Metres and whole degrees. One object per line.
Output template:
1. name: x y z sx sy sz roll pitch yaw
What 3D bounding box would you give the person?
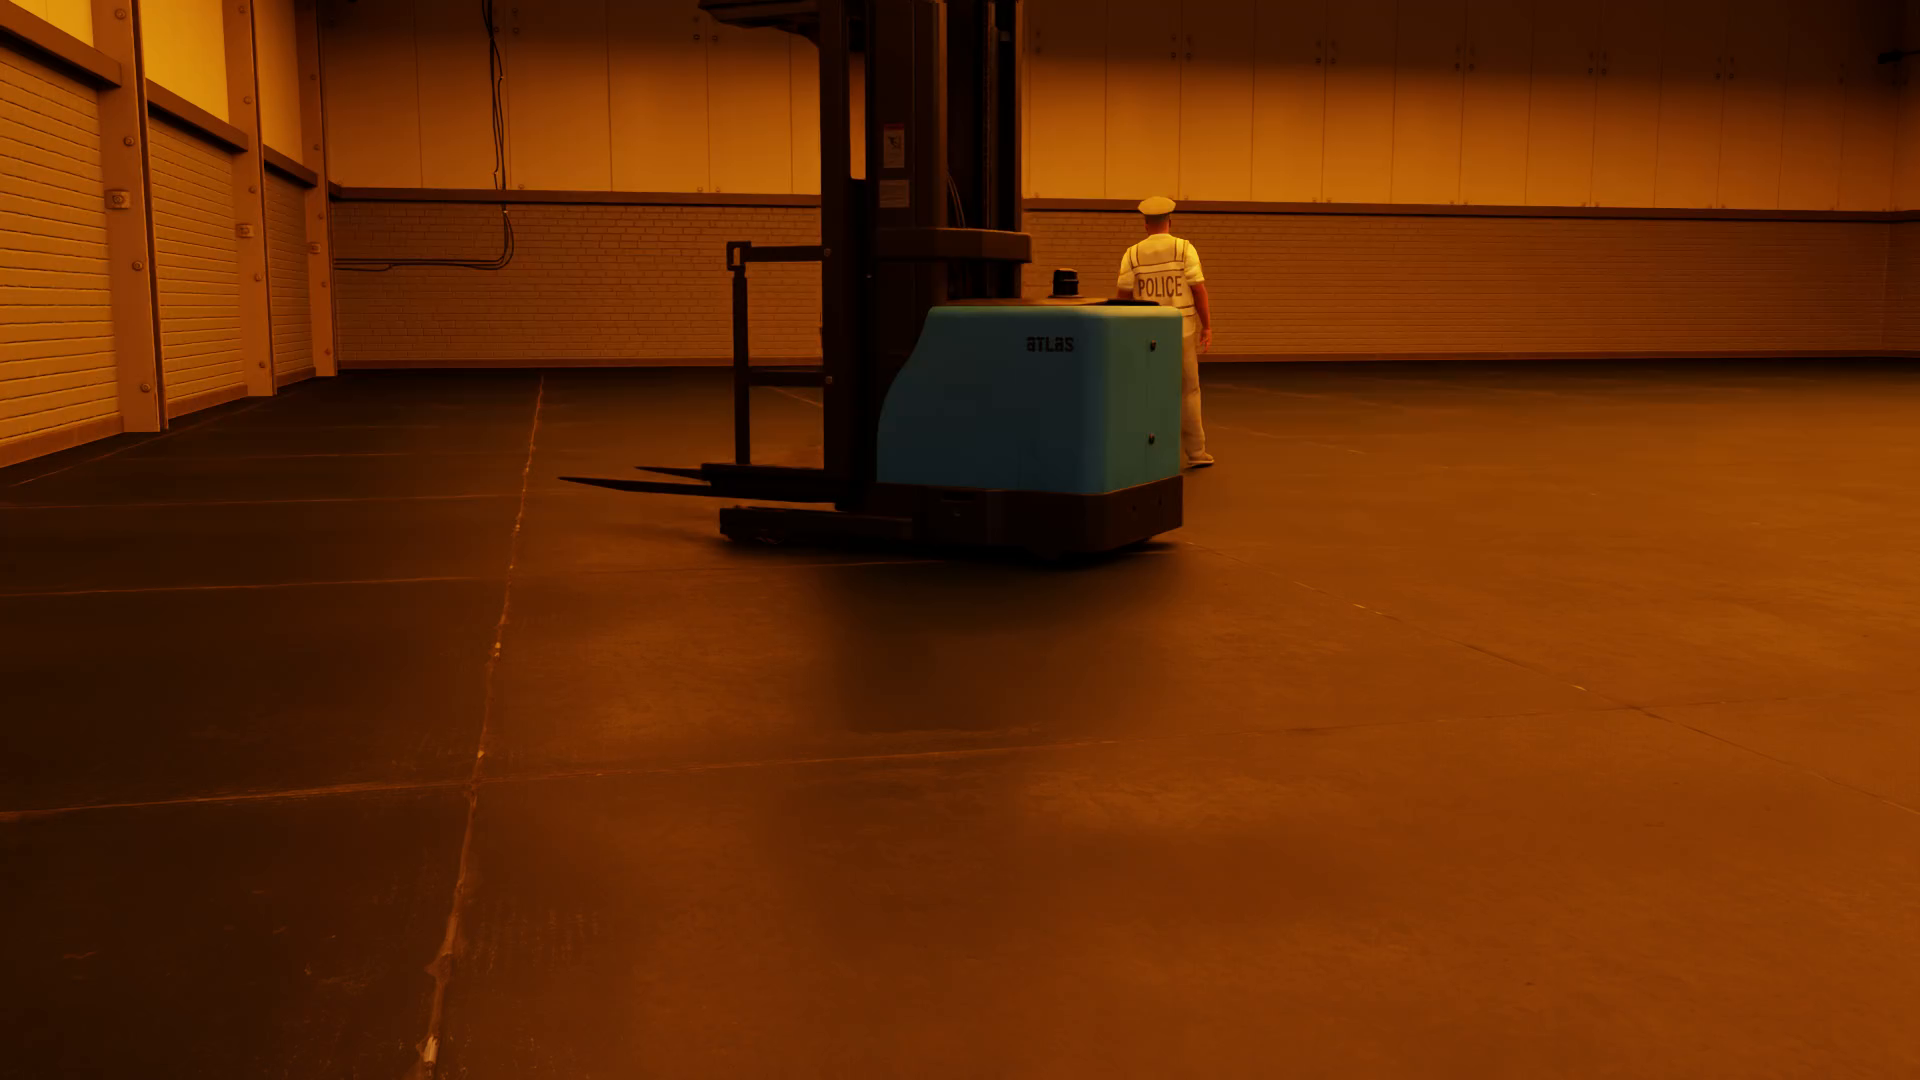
1. person: 1.373 -1.384 11.105 0.639 1.781 0.575 2 8 14

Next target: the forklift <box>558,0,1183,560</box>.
1. forklift: -0.526 -1.487 7.754 3.031 2.935 1.130 4 9 28
